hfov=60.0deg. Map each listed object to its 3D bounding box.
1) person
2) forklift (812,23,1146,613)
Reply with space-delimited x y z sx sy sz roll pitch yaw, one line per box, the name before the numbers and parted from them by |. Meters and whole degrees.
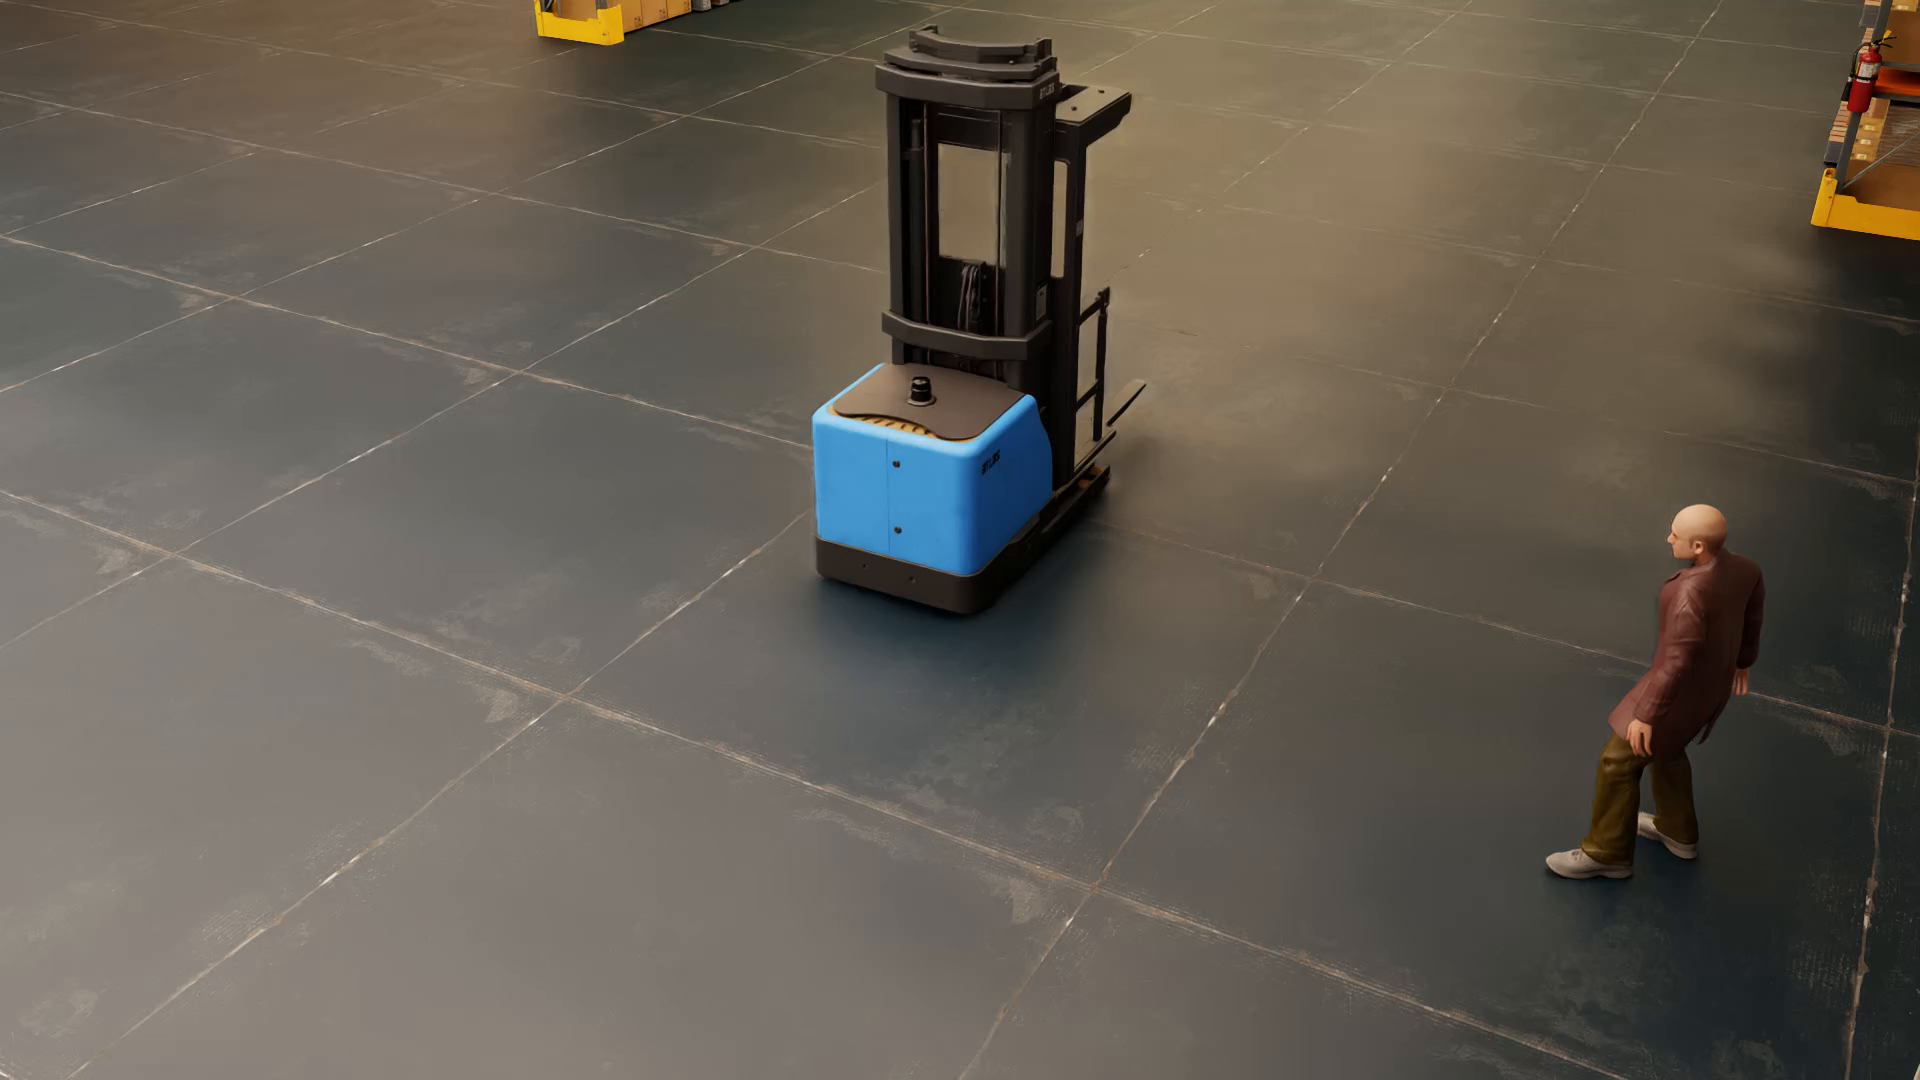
person | 3.082 0.652 7.135 0.905 1.748 0.430 -24 38 -35
forklift | 0.294 -1.576 9.802 1.130 2.935 3.031 14 33 23
